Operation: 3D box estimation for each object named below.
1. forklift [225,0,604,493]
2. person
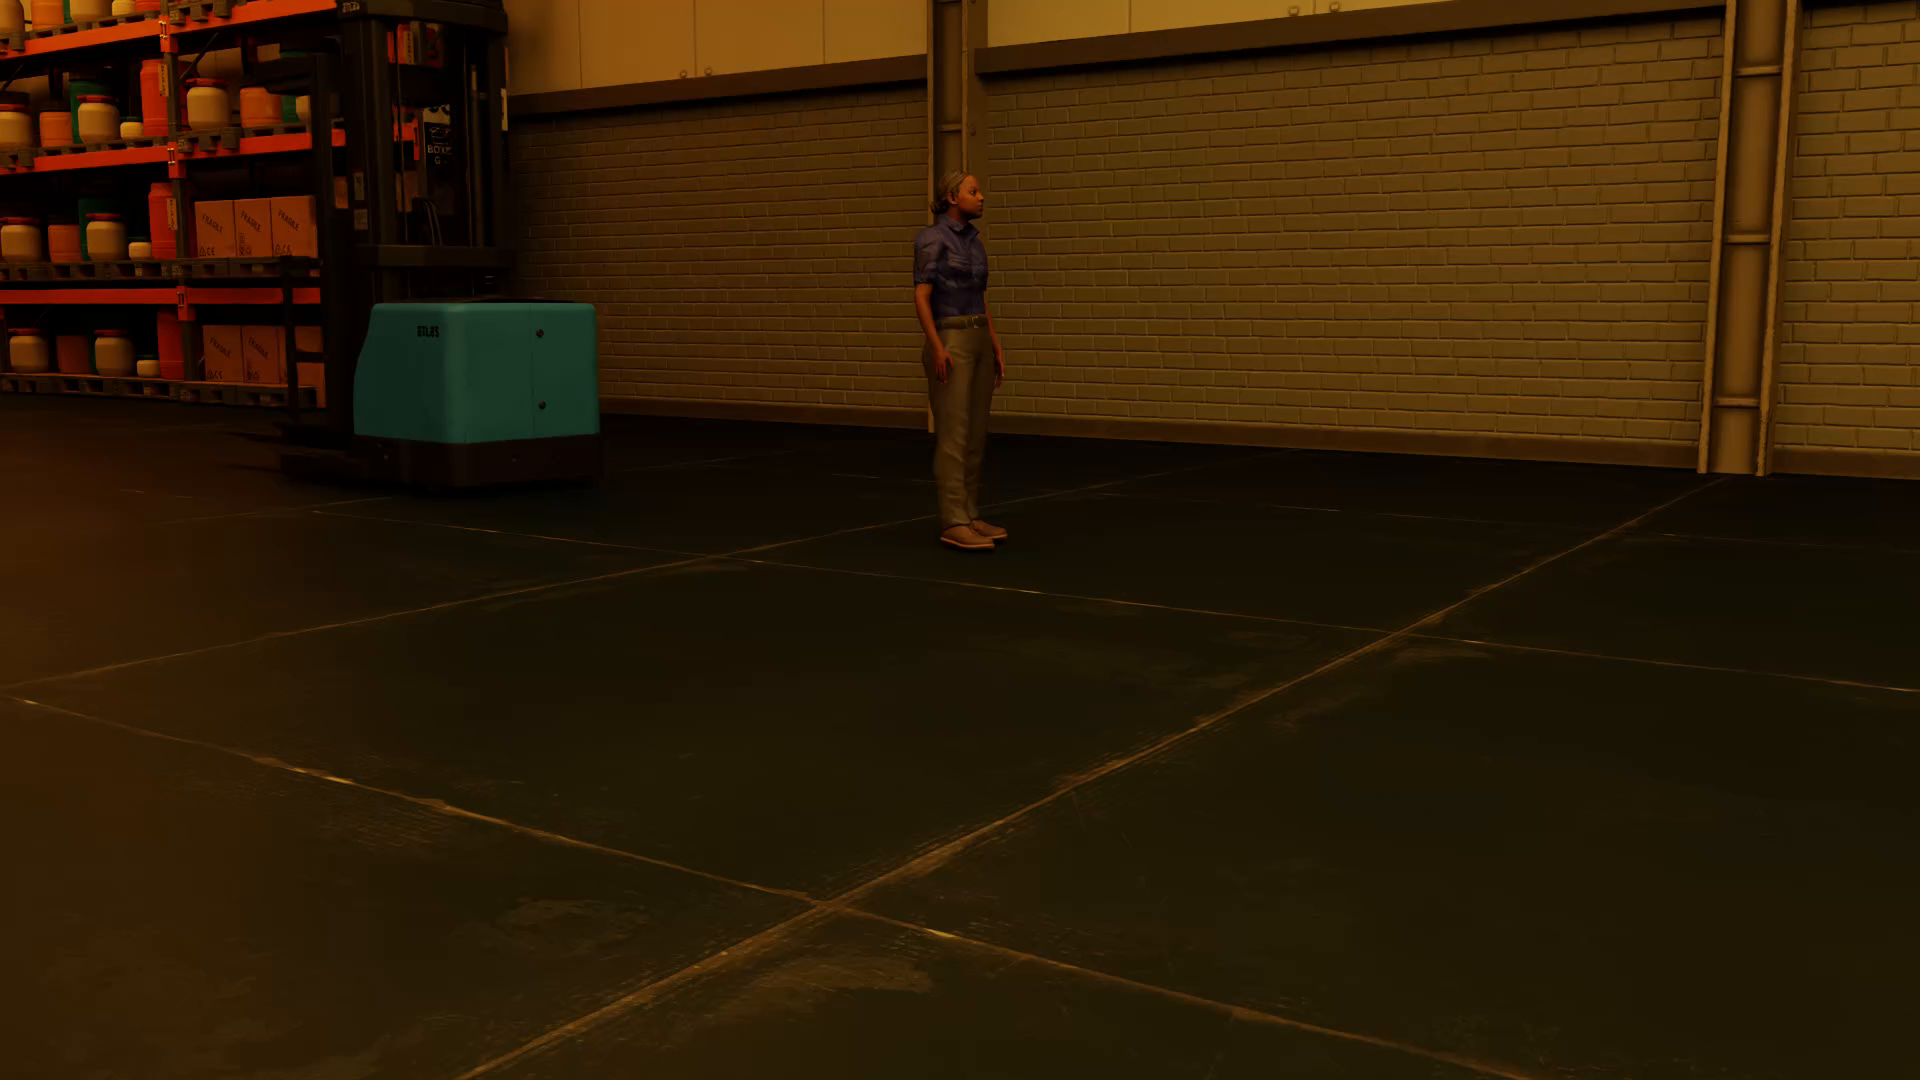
[{"bbox_3d":[-3.558,-1.856,10.248,3.031,2.935,1.130,7,11,40],"label":"forklift"},{"bbox_3d":[0.061,-0.817,7.421,0.504,1.654,0.569,5,10,34],"label":"person"}]
